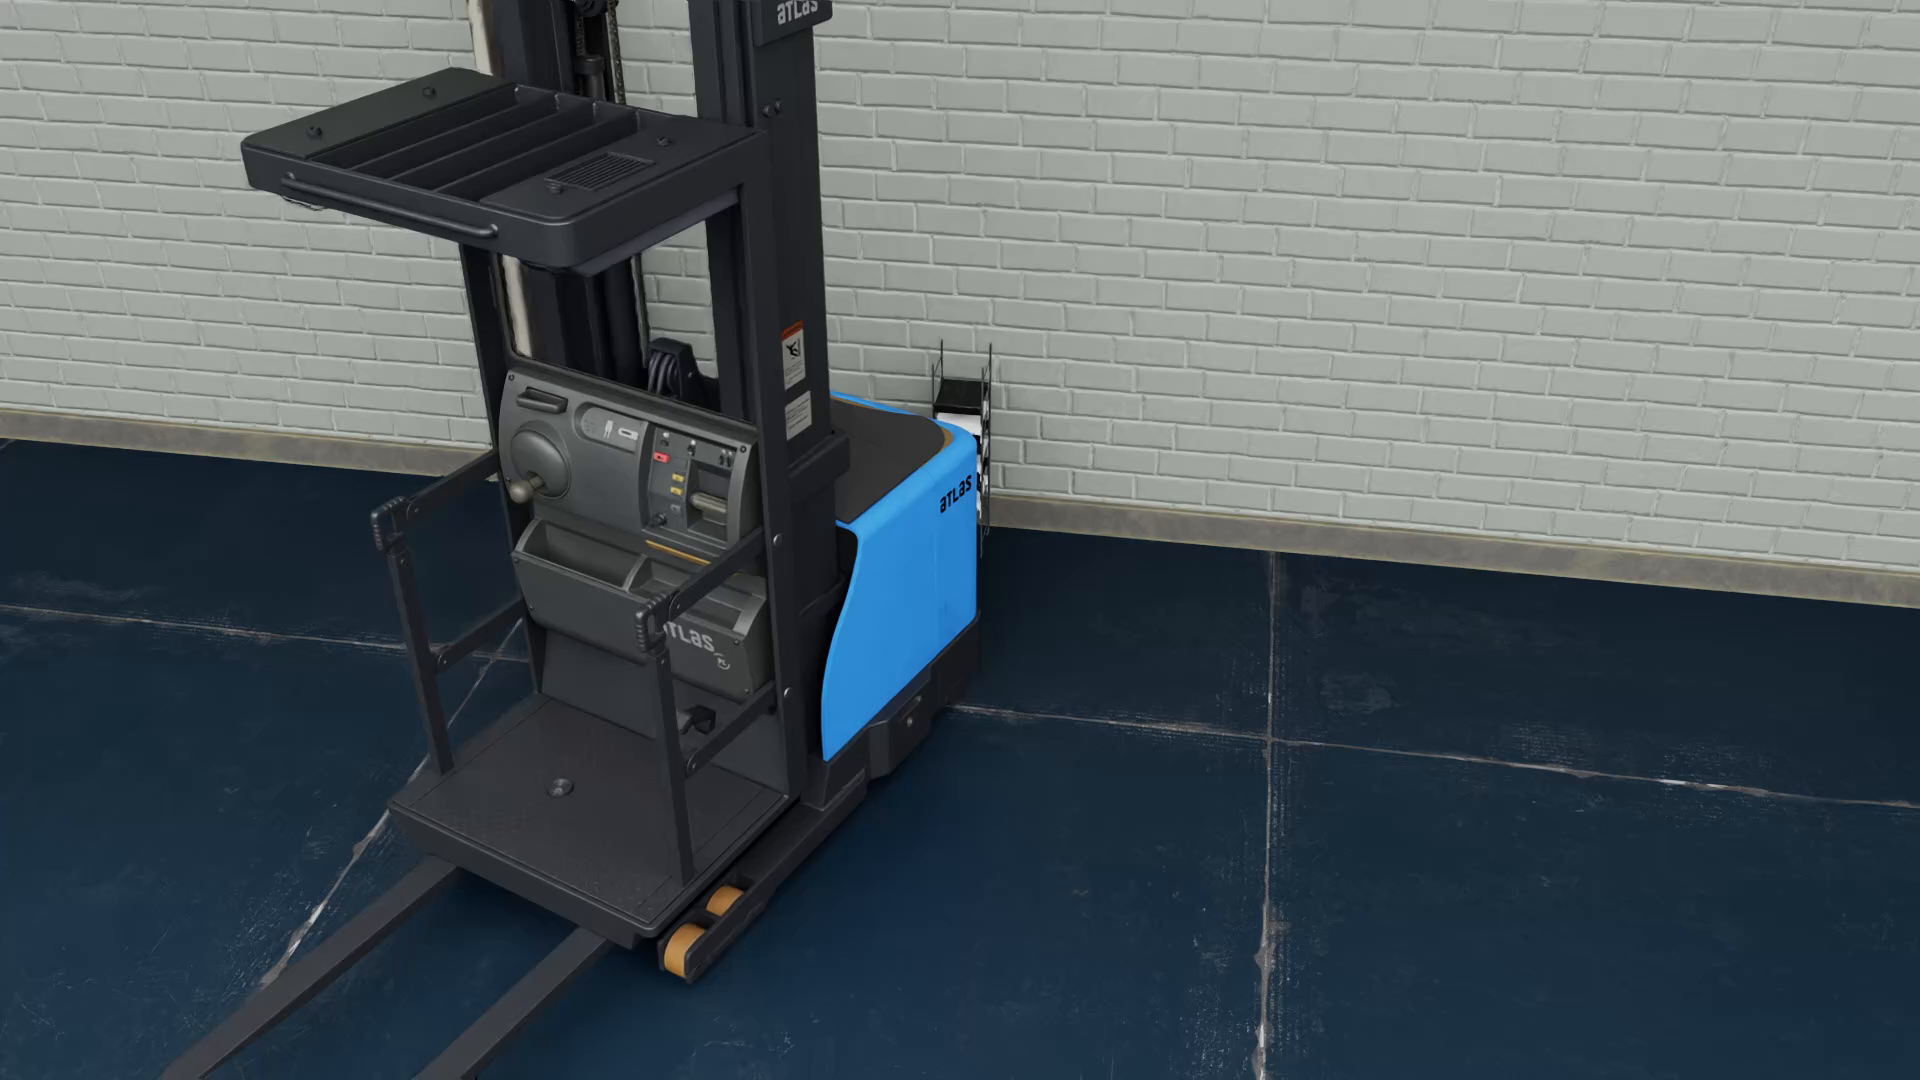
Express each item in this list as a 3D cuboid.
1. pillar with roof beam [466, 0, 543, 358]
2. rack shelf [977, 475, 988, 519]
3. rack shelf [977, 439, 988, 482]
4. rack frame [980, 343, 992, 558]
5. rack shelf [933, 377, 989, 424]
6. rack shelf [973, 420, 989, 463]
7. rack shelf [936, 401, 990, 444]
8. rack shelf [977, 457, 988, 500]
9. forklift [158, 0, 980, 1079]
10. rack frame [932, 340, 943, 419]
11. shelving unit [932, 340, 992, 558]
[{"bbox_3d":[-2.350,-1.721,1.519,0.400,9.000,9.100,5,32,8],"label":"pillar with roof beam"},{"bbox_3d":[0.008,-0.195,7.116,0.200,0.077,0.258,5,32,8],"label":"rack shelf"},{"bbox_3d":[0.008,-0.348,7.020,0.200,0.077,0.258,5,32,8],"label":"rack shelf"},{"bbox_3d":[0.108,-0.367,6.989,0.006,0.900,0.240,5,32,8],"label":"rack frame"},{"bbox_3d":[0.008,-0.577,6.877,0.200,0.077,0.258,5,32,8],"label":"rack shelf"},{"bbox_3d":[0.008,-0.424,6.972,0.200,0.077,0.258,5,32,8],"label":"rack shelf"},{"bbox_3d":[0.008,-0.500,6.925,0.200,0.077,0.258,5,32,8],"label":"rack shelf"},{"bbox_3d":[0.008,-0.271,7.068,0.200,0.077,0.258,5,32,8],"label":"rack shelf"},{"bbox_3d":[-1.110,-0.179,4.773,1.130,2.935,3.031,18,36,26],"label":"forklift"},{"bbox_3d":[-0.092,-0.384,7.016,0.006,0.900,0.240,5,32,8],"label":"rack frame"},{"bbox_3d":[0.008,-0.376,7.002,0.210,0.900,0.258,5,32,8],"label":"shelving unit"}]
